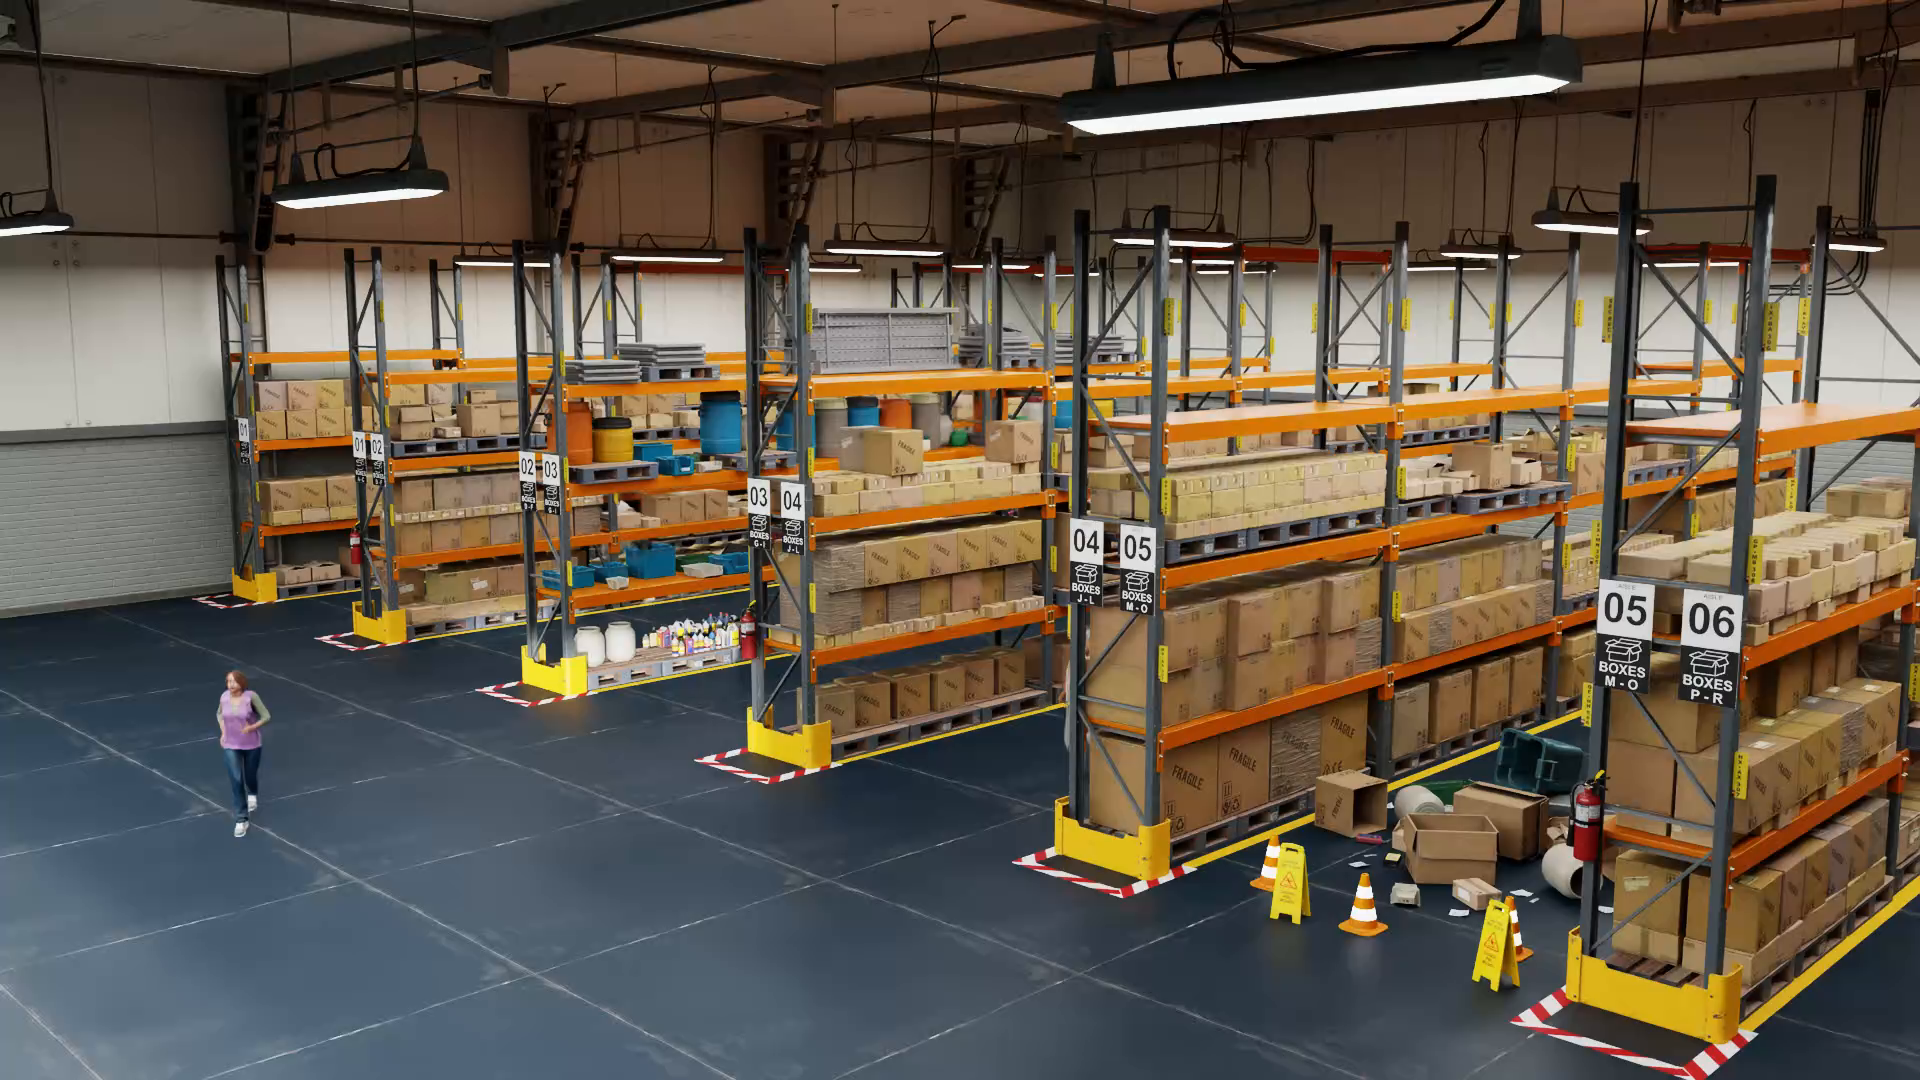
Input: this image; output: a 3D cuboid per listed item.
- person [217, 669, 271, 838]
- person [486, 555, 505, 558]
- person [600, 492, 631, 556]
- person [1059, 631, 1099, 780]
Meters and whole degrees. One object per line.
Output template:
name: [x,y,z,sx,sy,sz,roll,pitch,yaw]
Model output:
person: [-7.091,2.057,16.480,0.526,1.606,0.815,-2,8,-13]
person: [-8.174,0.231,29.279,0.574,1.719,0.740,7,11,41]
person: [-6.301,-0.043,30.639,0.675,1.846,0.829,6,10,36]
person: [1.378,1.795,18.227,0.609,1.618,0.609,5,10,33]
